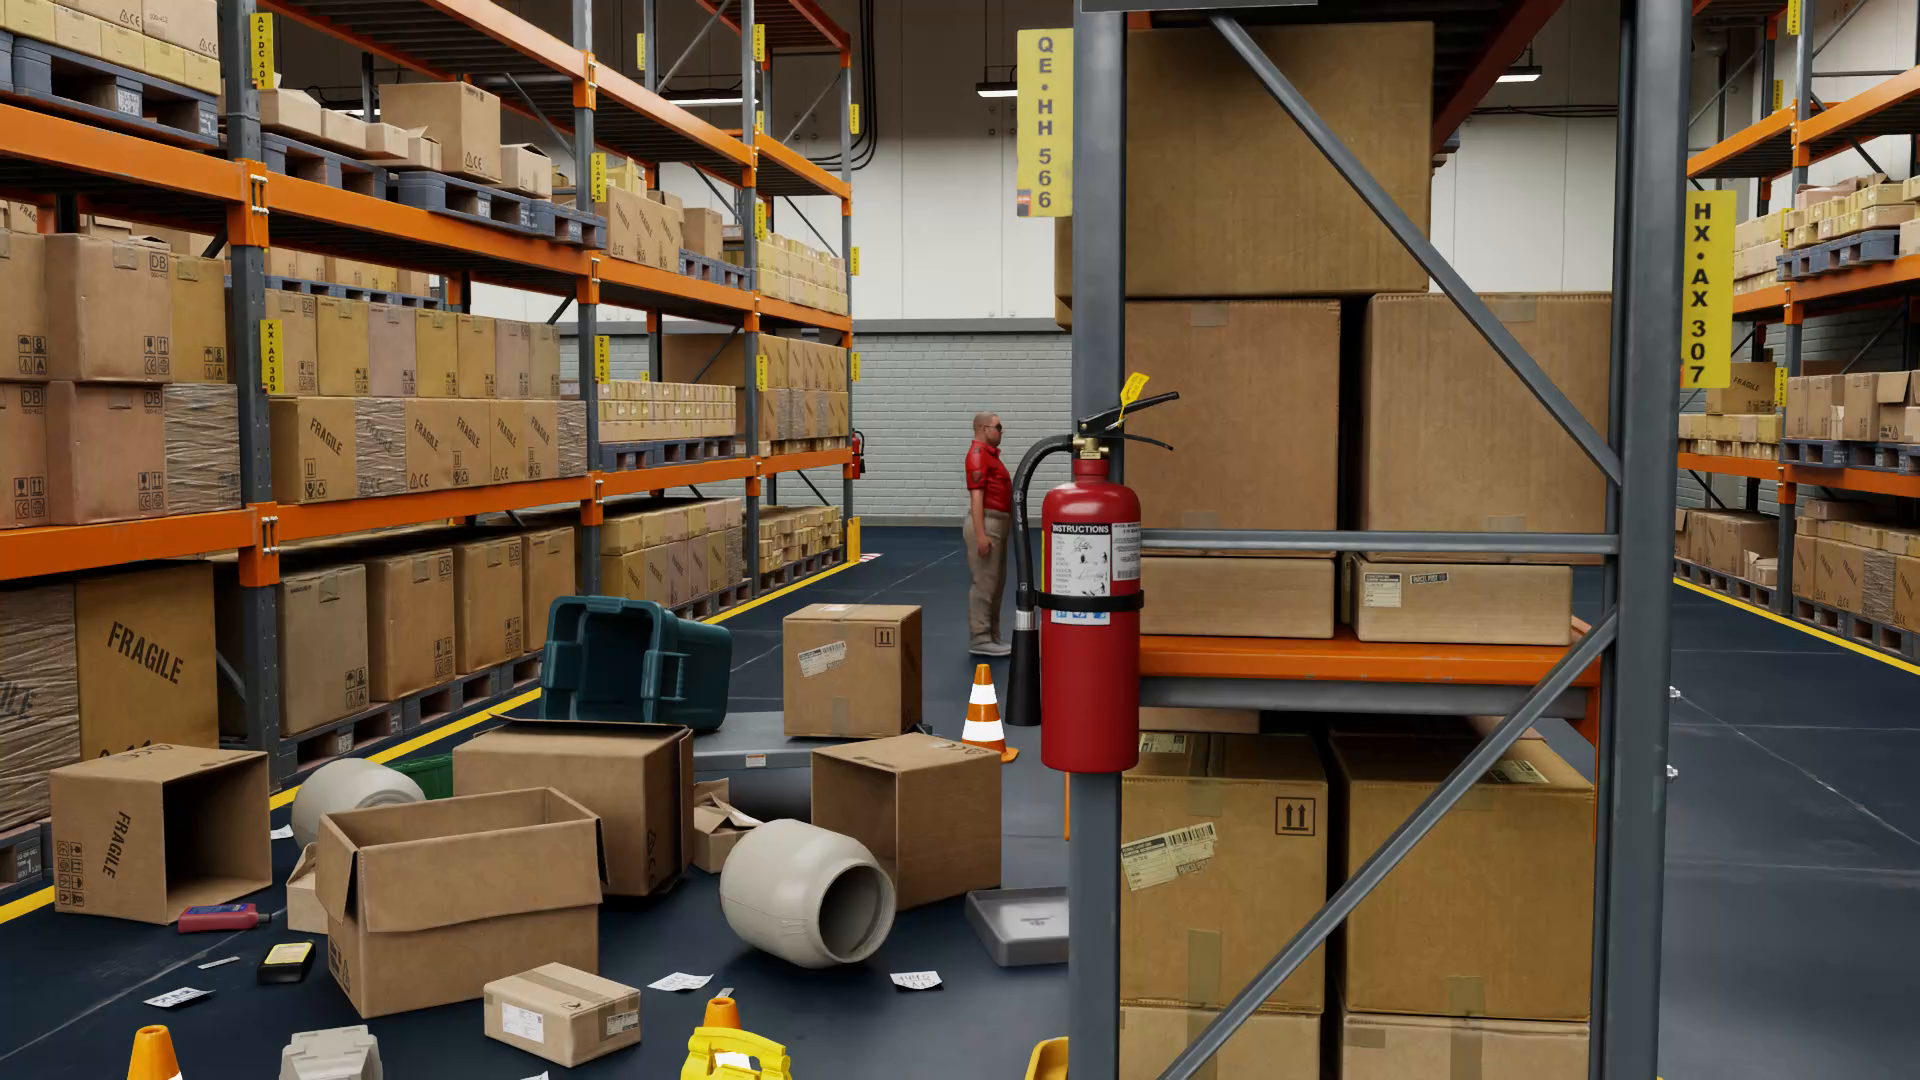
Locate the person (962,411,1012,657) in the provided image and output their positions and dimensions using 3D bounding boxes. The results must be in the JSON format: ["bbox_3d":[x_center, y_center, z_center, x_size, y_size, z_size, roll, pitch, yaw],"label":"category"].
[{"bbox_3d":[0.218,-0.041,11.811,0.377,1.740,0.550,1,4,8],"label":"person"}]
